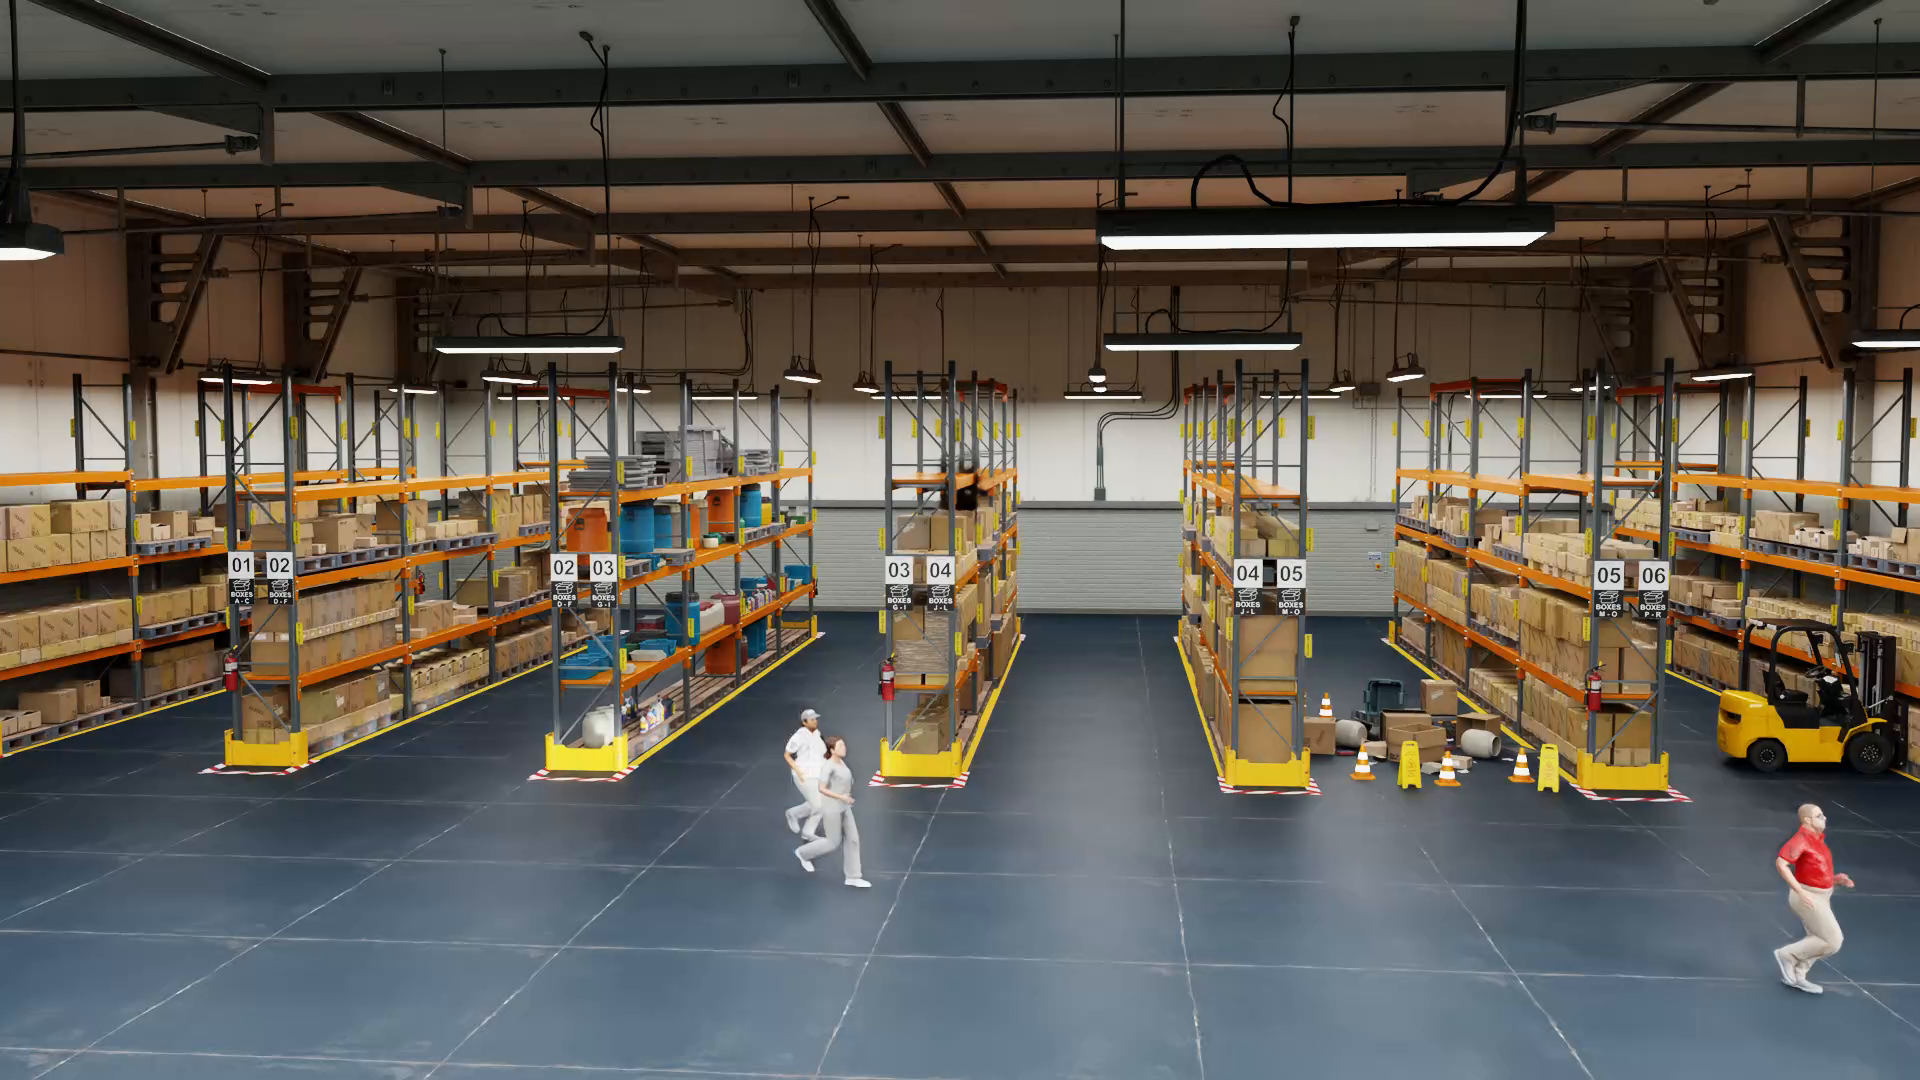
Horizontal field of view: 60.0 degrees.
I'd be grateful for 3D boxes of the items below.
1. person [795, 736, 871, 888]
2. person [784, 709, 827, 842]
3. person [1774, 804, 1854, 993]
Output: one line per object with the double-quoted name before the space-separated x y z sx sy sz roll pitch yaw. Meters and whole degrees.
"person" -1.391 2.973 18.310 0.913 1.657 0.569 2 4 25
"person" -1.818 2.868 20.234 0.549 1.623 0.608 2 4 33
"person" 7.601 3.190 14.776 0.590 1.686 0.657 3 5 37
